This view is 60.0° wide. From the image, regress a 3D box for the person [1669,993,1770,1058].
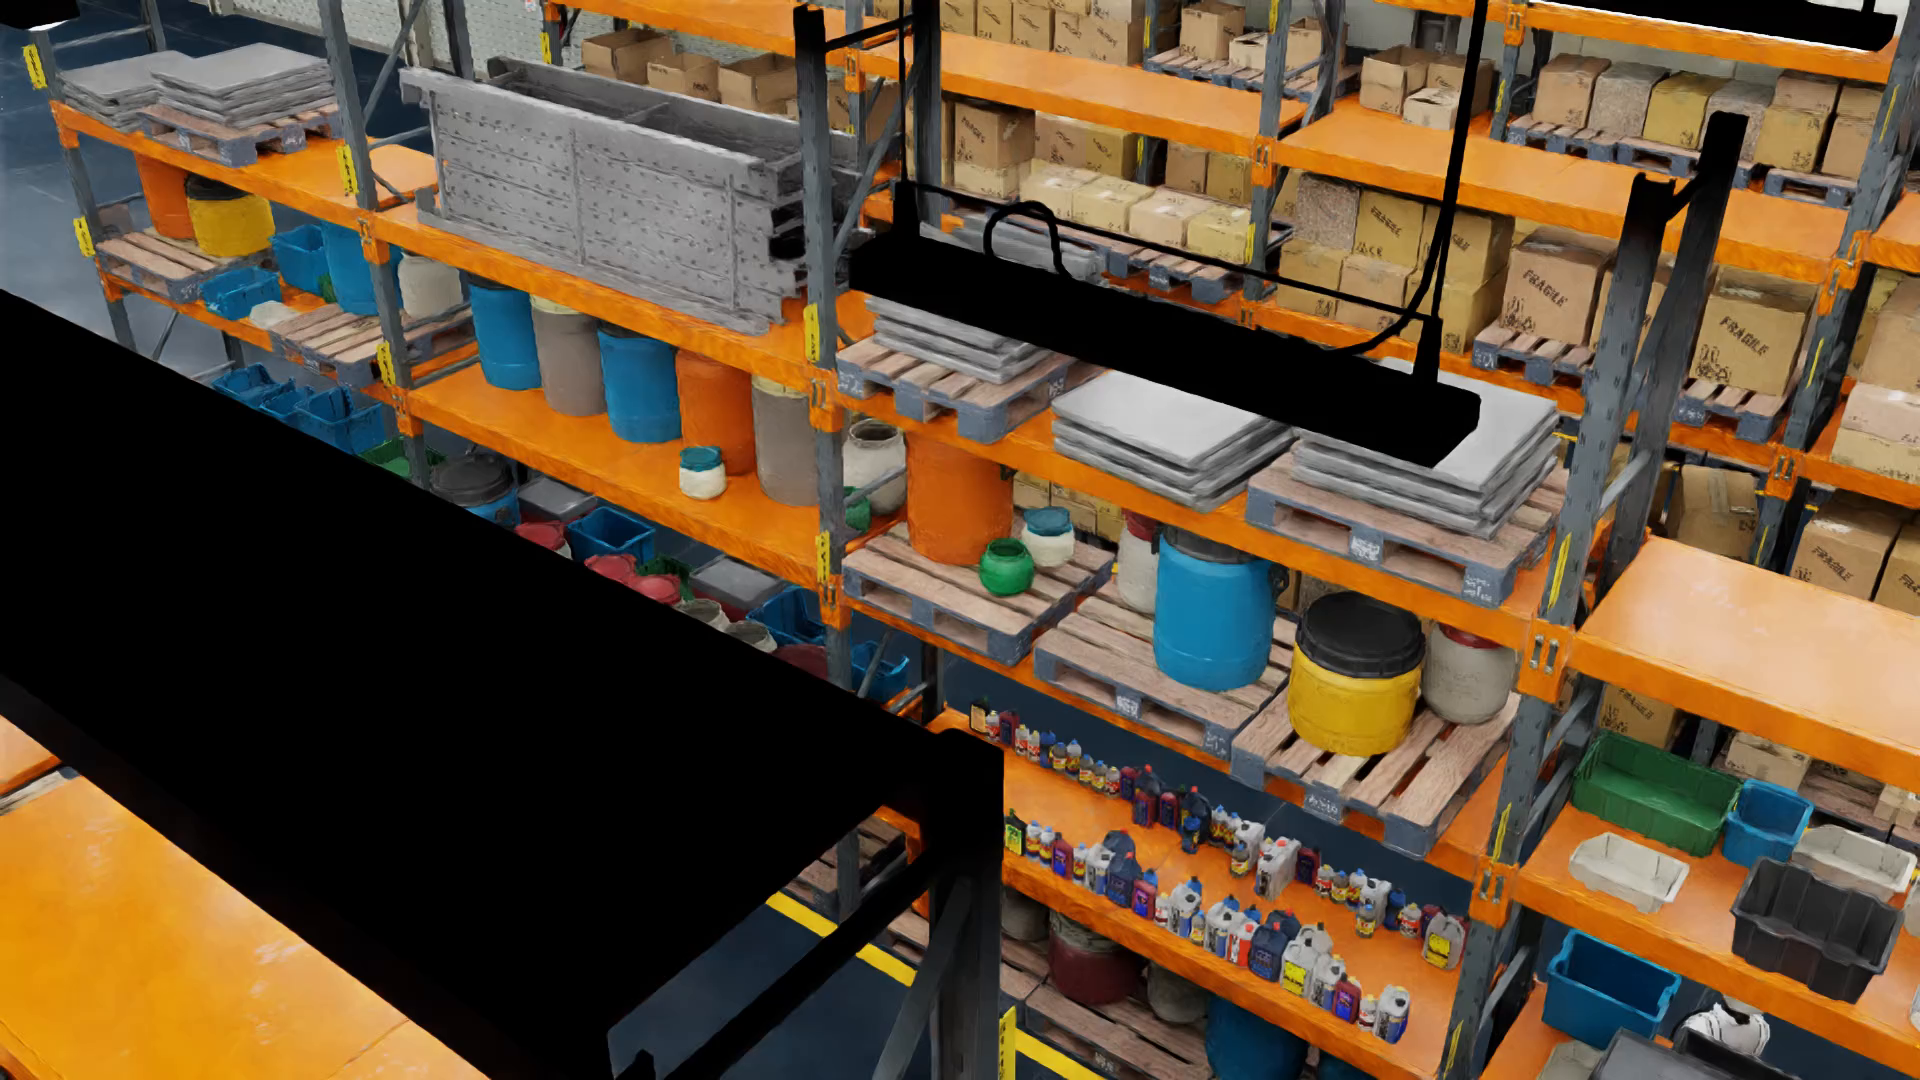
[{"bbox_3d":[3.973,2.953,8.832,0.483,1.689,0.489,-3,32,-5],"label":"person"}]
